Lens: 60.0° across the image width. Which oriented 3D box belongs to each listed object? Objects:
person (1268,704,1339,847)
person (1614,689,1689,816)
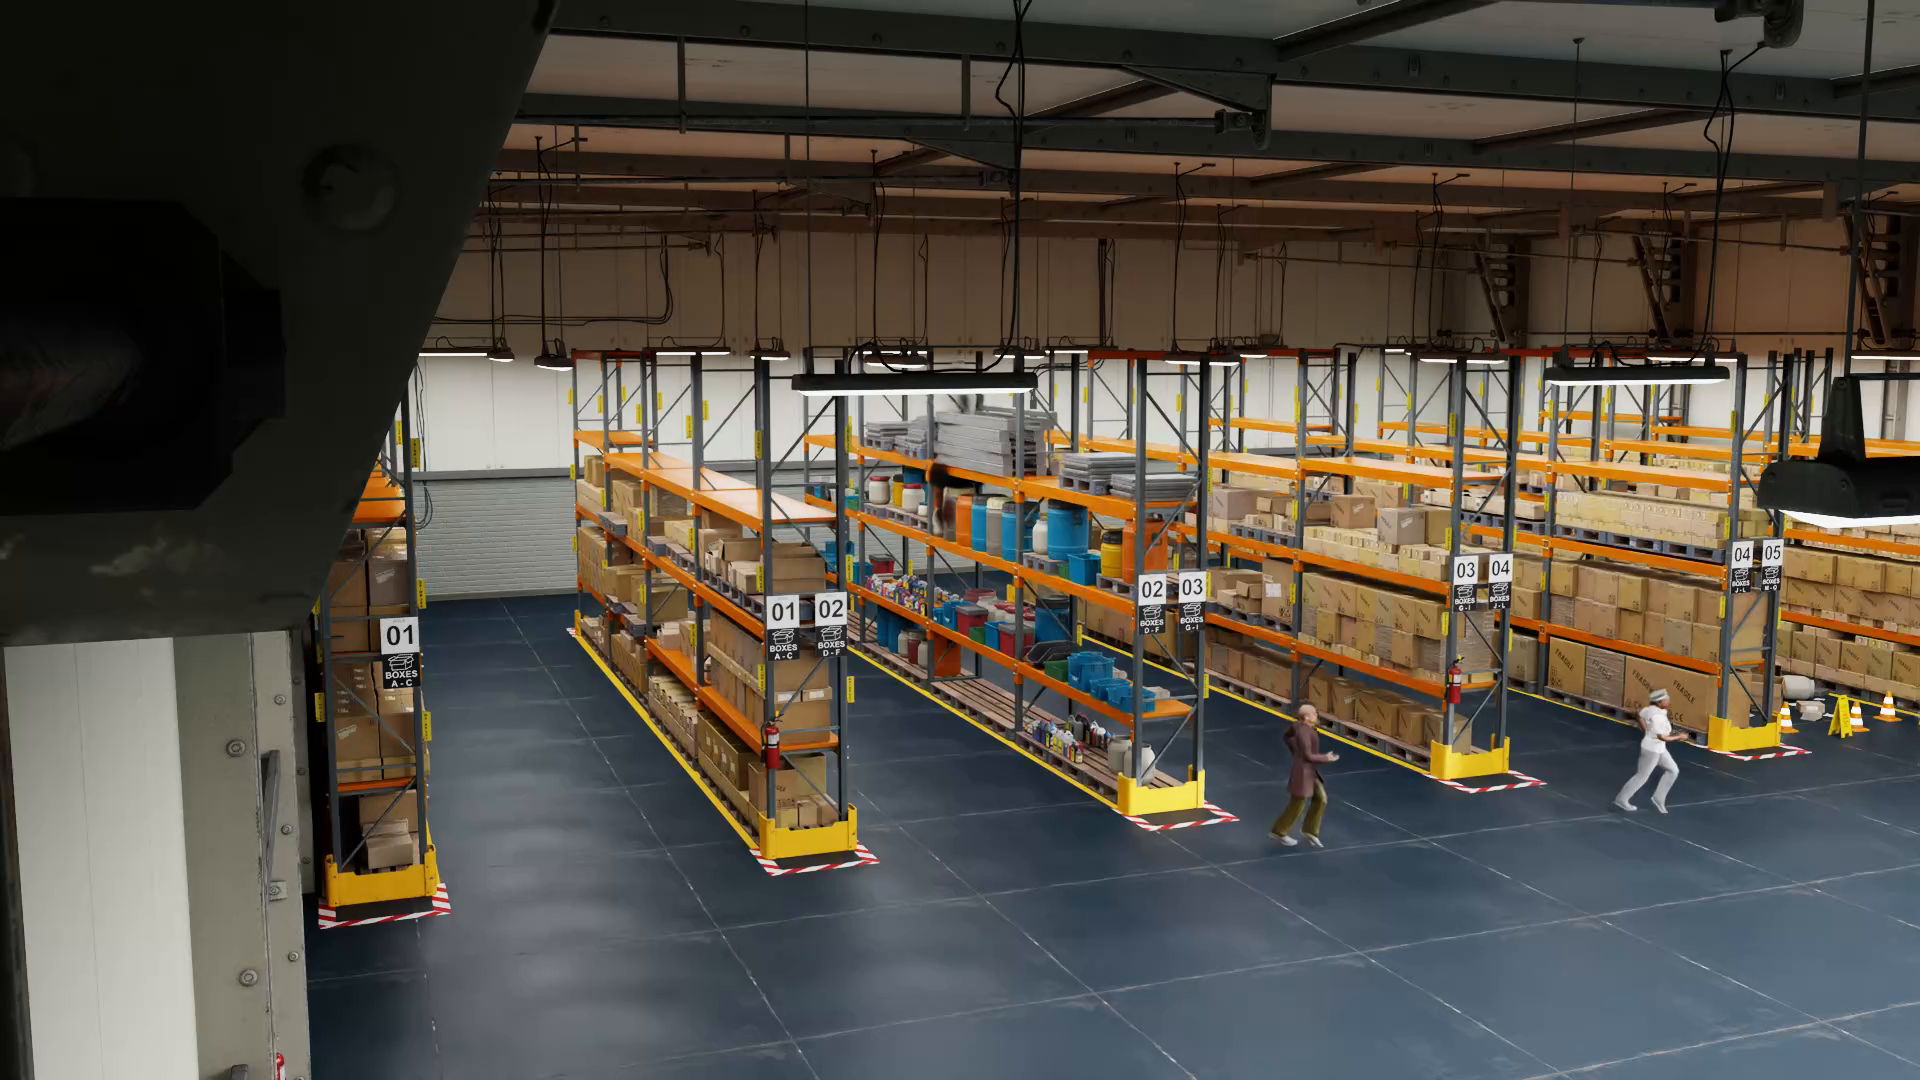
[{"bbox_3d":[4.234,2.928,20.474,0.836,1.854,0.730,2,7,13],"label":"person"},{"bbox_3d":[9.118,2.781,21.897,0.869,1.718,0.584,3,8,25],"label":"person"}]
